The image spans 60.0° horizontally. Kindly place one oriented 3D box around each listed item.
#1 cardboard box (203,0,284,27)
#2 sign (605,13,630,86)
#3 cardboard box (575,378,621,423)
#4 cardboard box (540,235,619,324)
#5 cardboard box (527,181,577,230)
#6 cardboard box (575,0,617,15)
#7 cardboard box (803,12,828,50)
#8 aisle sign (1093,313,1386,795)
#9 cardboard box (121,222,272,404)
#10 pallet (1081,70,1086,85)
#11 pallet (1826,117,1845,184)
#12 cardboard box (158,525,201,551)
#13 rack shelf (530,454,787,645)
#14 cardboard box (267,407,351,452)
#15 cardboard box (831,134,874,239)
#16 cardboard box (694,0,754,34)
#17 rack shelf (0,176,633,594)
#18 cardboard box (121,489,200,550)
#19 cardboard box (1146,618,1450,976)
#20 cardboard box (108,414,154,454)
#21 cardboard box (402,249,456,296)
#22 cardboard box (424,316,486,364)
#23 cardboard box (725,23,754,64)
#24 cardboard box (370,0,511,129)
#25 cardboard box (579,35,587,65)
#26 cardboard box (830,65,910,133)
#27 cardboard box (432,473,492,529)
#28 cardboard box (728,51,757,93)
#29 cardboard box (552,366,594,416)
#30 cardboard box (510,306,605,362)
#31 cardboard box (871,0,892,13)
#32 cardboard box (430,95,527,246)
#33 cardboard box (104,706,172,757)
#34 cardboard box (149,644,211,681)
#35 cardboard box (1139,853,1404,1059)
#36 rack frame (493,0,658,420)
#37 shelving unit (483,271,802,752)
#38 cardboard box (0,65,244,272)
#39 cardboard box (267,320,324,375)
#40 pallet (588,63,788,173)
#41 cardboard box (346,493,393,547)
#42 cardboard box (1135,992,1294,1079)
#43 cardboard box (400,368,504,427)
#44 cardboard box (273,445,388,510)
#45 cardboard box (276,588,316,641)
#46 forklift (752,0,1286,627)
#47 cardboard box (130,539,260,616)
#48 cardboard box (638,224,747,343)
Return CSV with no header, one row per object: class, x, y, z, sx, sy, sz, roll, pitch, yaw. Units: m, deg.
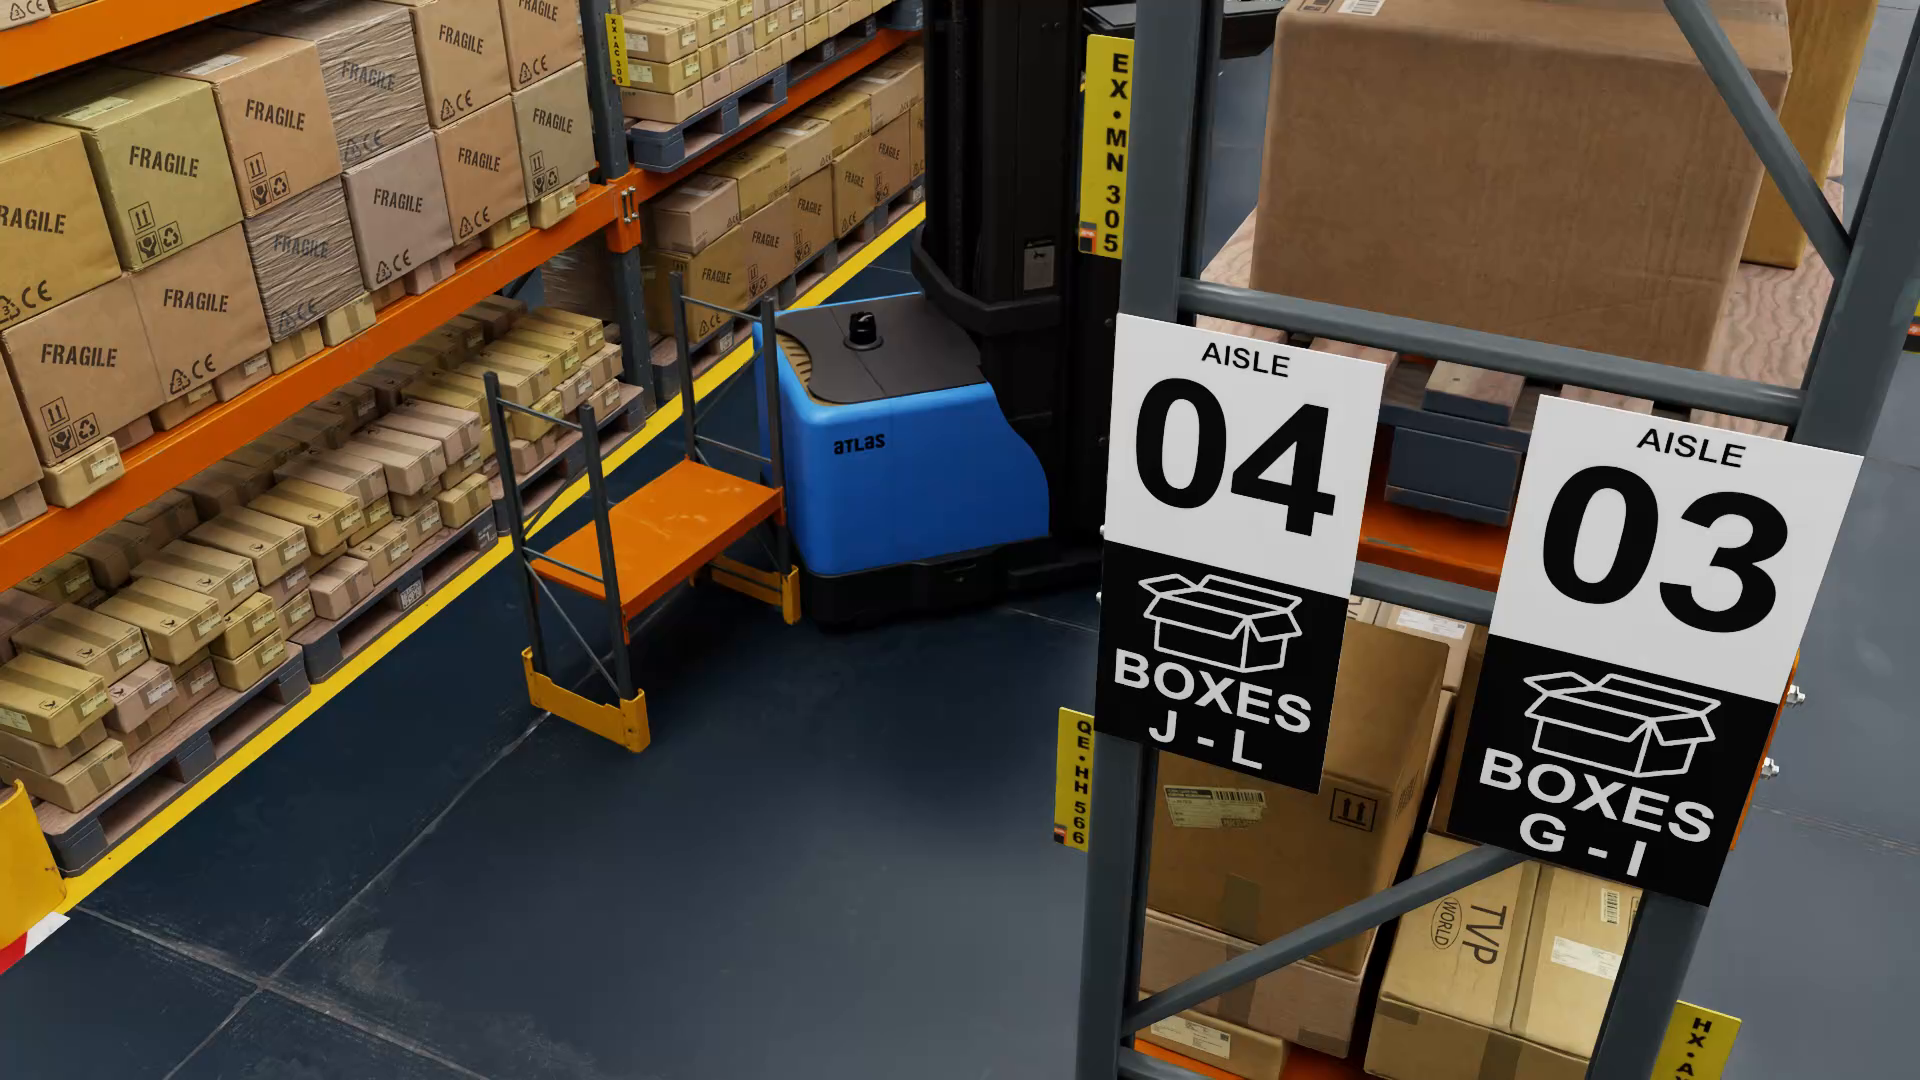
cardboard box,-2.930,-1.927,6.680,0.500,0.500,0.500,15,36,21
sign,-1.582,-2.259,7.670,0.100,0.325,0.005,14,36,20
cardboard box,-1.932,-0.727,8.341,0.380,0.149,0.250,15,36,21
cardboard box,-1.997,-1.574,9.312,0.500,0.500,0.500,13,36,20
cardboard box,-1.993,-1.563,7.627,0.380,0.149,0.250,13,36,19
cardboard box,-1.975,-2.716,8.459,0.380,0.149,0.250,13,35,19
cardboard box,-0.954,-2.830,9.177,0.380,0.149,0.250,14,36,20
aisle sign,0.409,0.043,2.578,0.394,0.787,0.004,14,36,20
cardboard box,-2.895,-0.865,5.971,0.500,0.500,0.500,15,36,21
pallet,0.506,-3.824,13.390,1.003,0.211,1.213,14,36,20
pallet,1.521,-1.036,3.940,1.003,0.211,1.213,14,36,20
cardboard box,-3.369,0.018,6.932,0.380,0.149,0.250,15,36,21
rack shelf,-1.211,0.014,6.689,0.538,0.185,1.000,19,38,26
cardboard box,-2.948,-0.467,7.401,0.380,0.149,0.250,13,35,19
cardboard box,-0.869,-2.227,10.308,0.500,0.500,0.500,13,35,18
cardboard box,-1.274,-2.695,8.428,0.380,0.149,0.250,14,36,21
rack shelf,-2.914,-0.721,6.769,1.077,0.370,4.000,14,36,20
cardboard box,-3.382,-0.110,6.857,0.380,0.149,0.250,16,36,22
cardboard box,0.677,0.485,3.457,0.500,0.500,0.500,15,36,21
cardboard box,-3.104,-0.425,5.892,0.380,0.149,0.250,16,36,23
cardboard box,-2.376,-1.179,7.041,0.380,0.149,0.250,13,35,18
cardboard box,-2.579,-1.002,8.217,0.380,0.149,0.250,16,36,23
cardboard box,-1.281,-2.561,8.495,0.380,0.149,0.250,15,36,22
cardboard box,-2.240,-2.047,6.862,0.500,0.500,0.500,13,35,19
cardboard box,-2.091,-2.456,8.335,0.380,0.149,0.250,15,36,22
cardboard box,-0.654,-2.799,10.495,0.500,0.250,0.500,15,36,21
cardboard box,-2.365,-0.212,7.555,0.380,0.149,0.250,14,36,20
cardboard box,-1.276,-2.442,8.584,0.380,0.149,0.250,14,36,21
cardboard box,-2.023,-0.758,8.116,0.380,0.149,0.250,12,35,18
cardboard box,-1.990,-1.013,8.233,0.380,0.149,0.250,15,36,22
cardboard box,-0.625,-3.220,9.771,0.380,0.149,0.250,13,35,18
cardboard box,-2.242,-1.620,7.122,0.500,0.500,0.500,13,35,19
cardboard box,-3.206,0.655,6.233,0.380,0.149,0.250,14,36,20
cardboard box,-3.111,0.399,6.351,0.380,0.149,0.250,15,36,21
cardboard box,0.673,0.799,3.661,0.500,0.250,0.500,14,36,20
rack frame,-2.078,-2.017,8.091,1.000,3.000,0.127,14,36,20
shelving unit,-1.216,-0.132,6.584,0.587,1.500,1.083,19,38,26
cardboard box,-2.879,-1.279,5.691,0.500,0.500,0.500,13,36,19
cardboard box,-2.712,-0.795,6.456,0.380,0.149,0.250,16,36,22
pallet,-1.626,-2.285,8.673,1.003,0.211,1.213,14,36,20
cardboard box,-2.682,-0.134,7.165,0.380,0.149,0.250,16,36,23
cardboard box,0.561,1.015,3.695,0.380,0.149,0.250,15,36,21
cardboard box,-2.338,-0.639,7.664,0.380,0.149,0.250,15,36,22
cardboard box,-2.673,-0.248,7.067,0.380,0.149,0.250,14,36,21
cardboard box,-2.882,0.278,6.807,0.380,0.149,0.250,14,36,21
forklift,0.649,-1.333,7.111,3.031,2.935,1.130,-11,35,-16
cardboard box,-2.967,0.156,6.451,0.380,0.149,0.250,12,35,18
cardboard box,-1.528,-1.455,9.130,0.500,0.500,0.500,16,36,22
